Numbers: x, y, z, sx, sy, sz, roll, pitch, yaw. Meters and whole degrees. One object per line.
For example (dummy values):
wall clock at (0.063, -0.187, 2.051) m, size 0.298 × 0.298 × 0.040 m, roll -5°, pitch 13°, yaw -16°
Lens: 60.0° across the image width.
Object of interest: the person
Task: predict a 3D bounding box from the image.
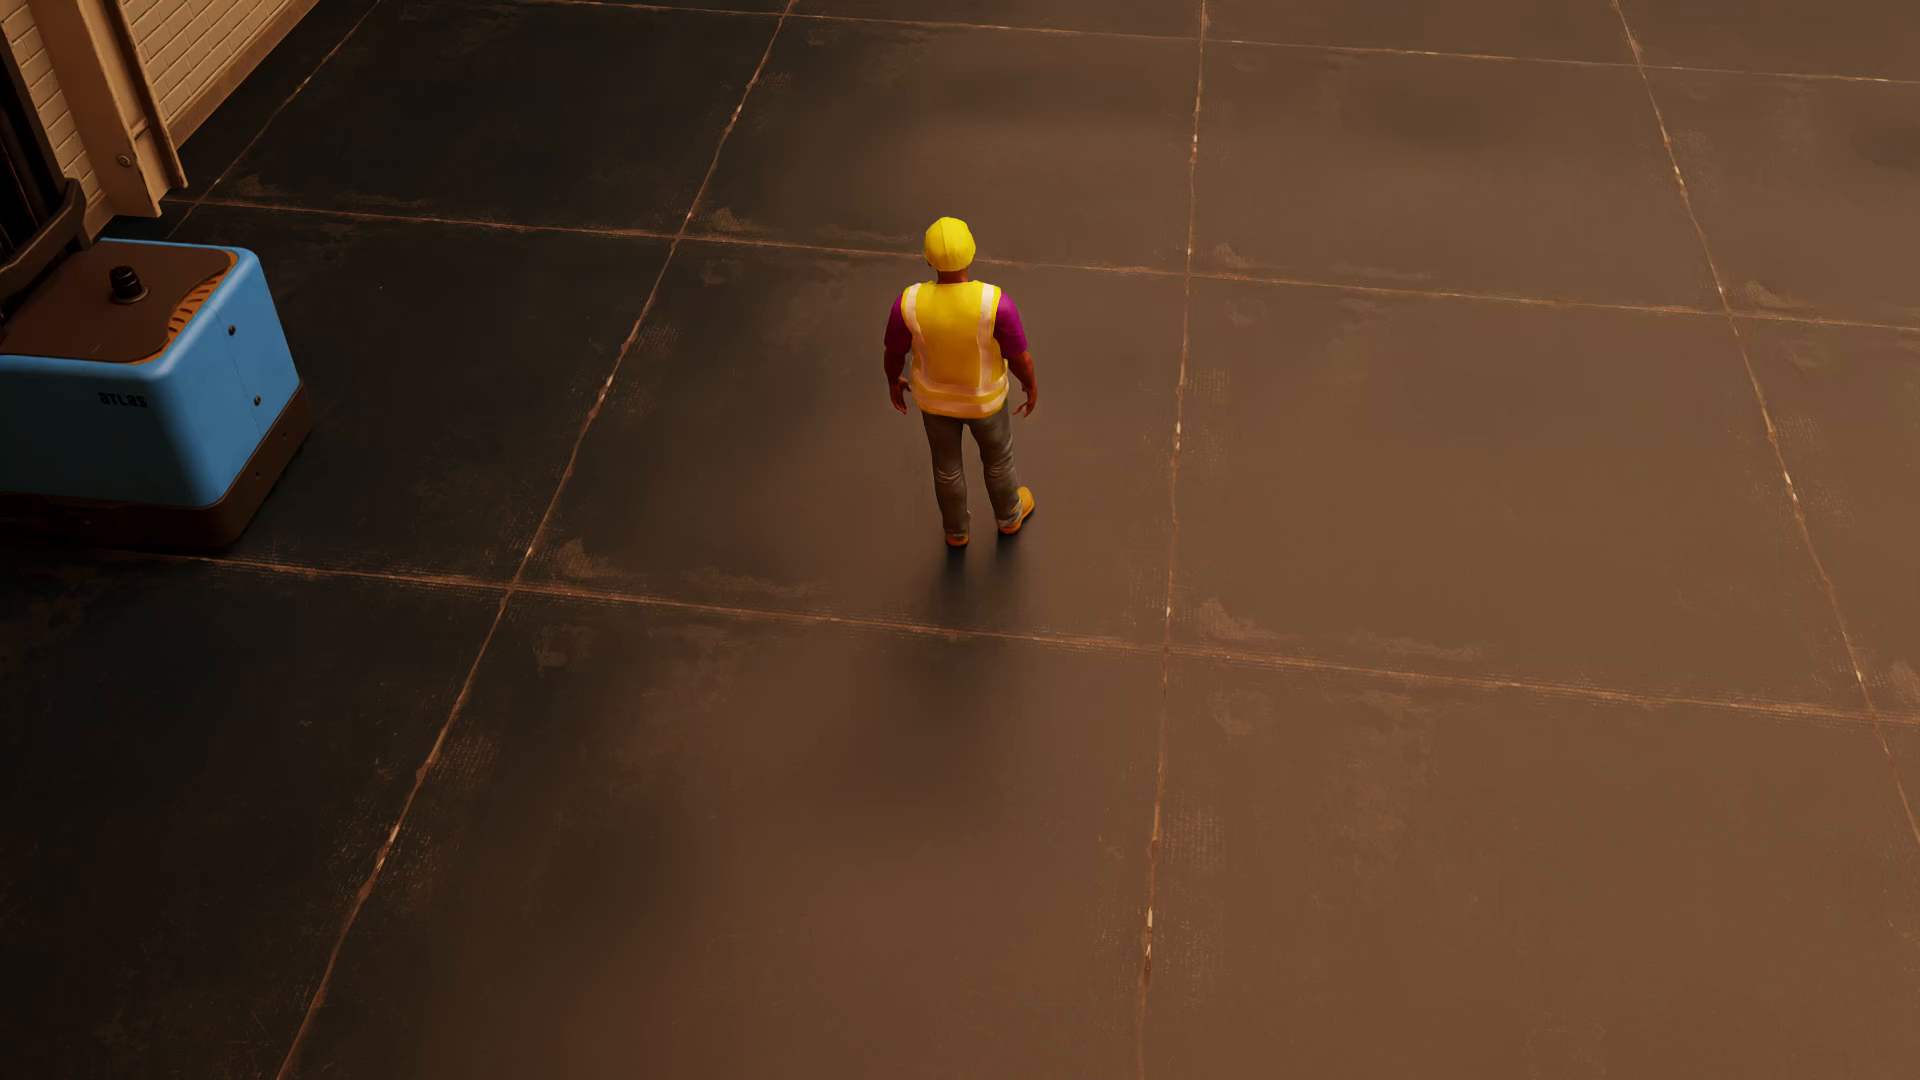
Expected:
person at (0.005, -0.671, 7.262) m, size 0.665 × 1.709 × 0.418 m, roll 5°, pitch 43°, yaw 6°

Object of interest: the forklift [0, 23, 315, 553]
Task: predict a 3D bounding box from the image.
forklift at (-4.828, -1.461, 7.315) m, size 3.031 × 2.935 × 1.130 m, roll 5°, pitch 43°, yaw 5°
